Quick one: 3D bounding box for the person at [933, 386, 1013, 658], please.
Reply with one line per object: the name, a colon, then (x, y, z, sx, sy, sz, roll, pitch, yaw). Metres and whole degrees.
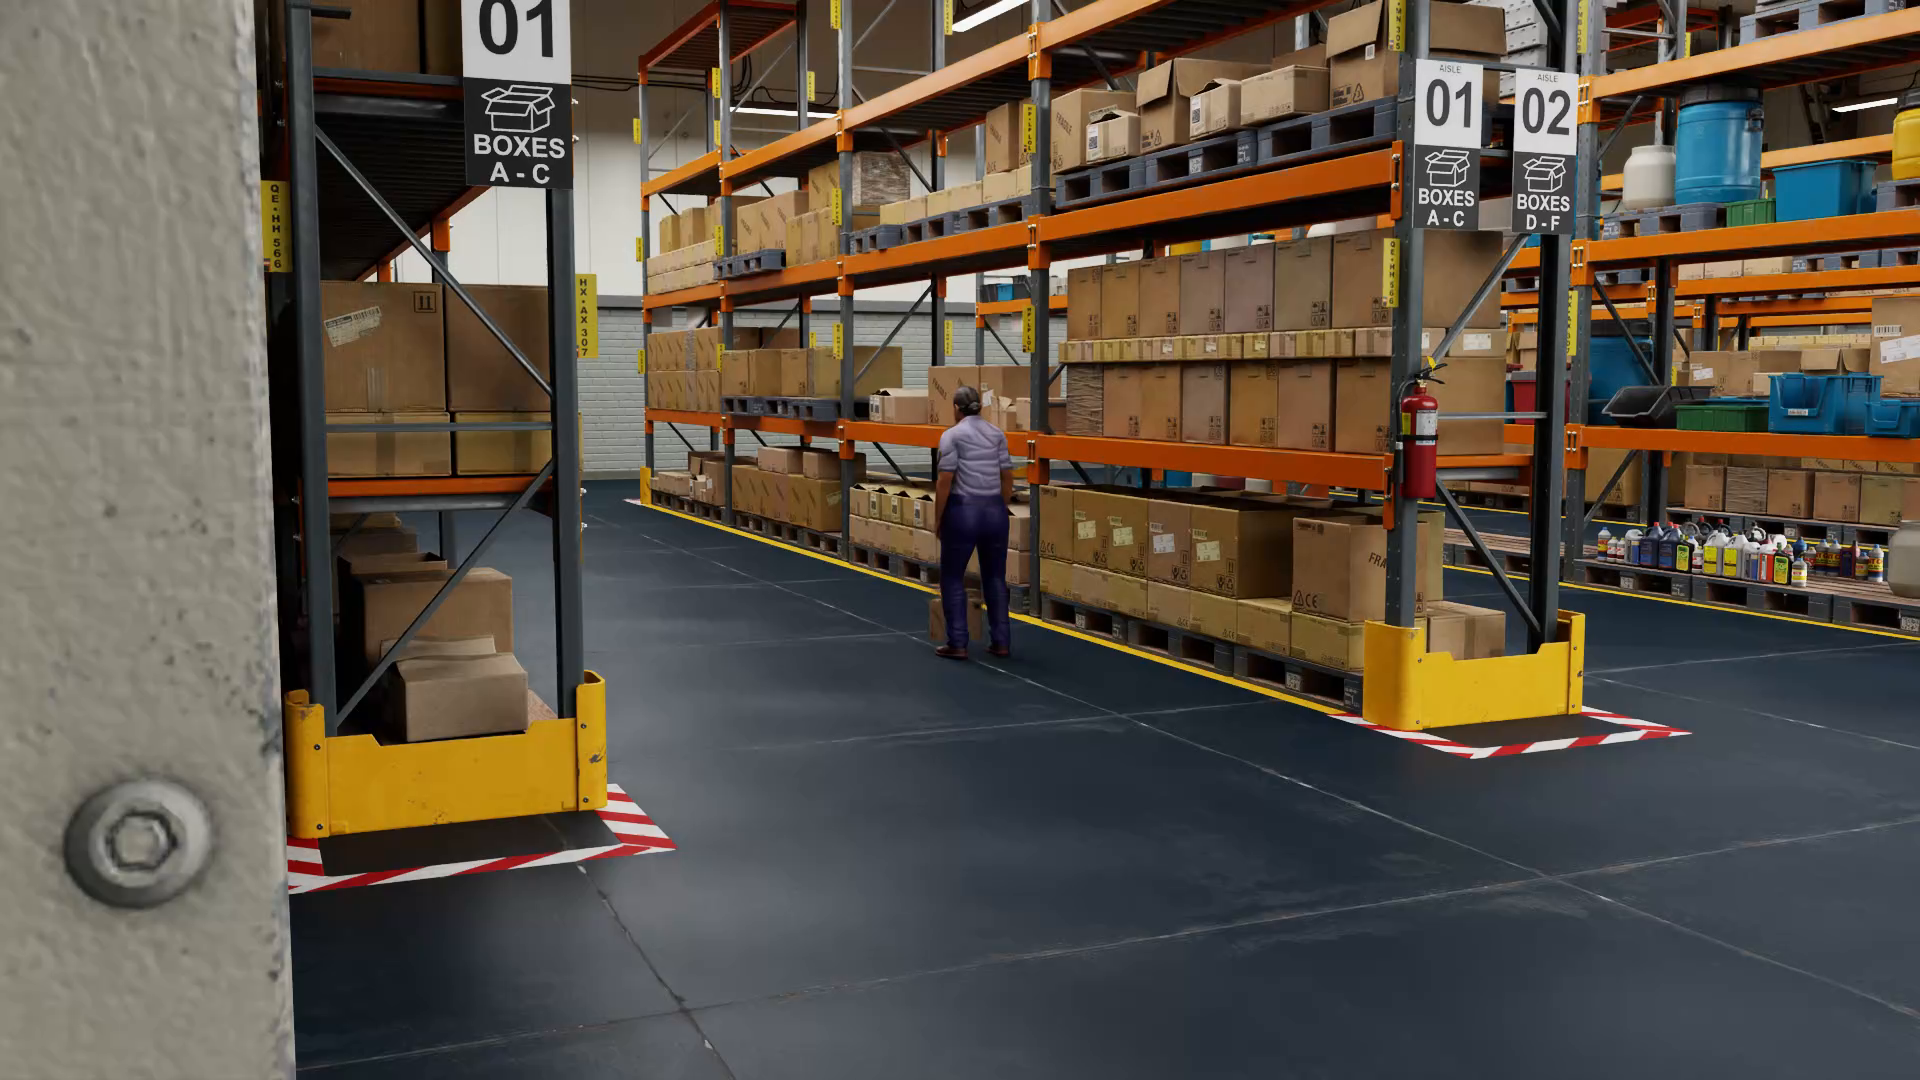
person: (0.087, -0.110, 10.121, 0.535, 1.653, 0.373, -3, 6, -25)
